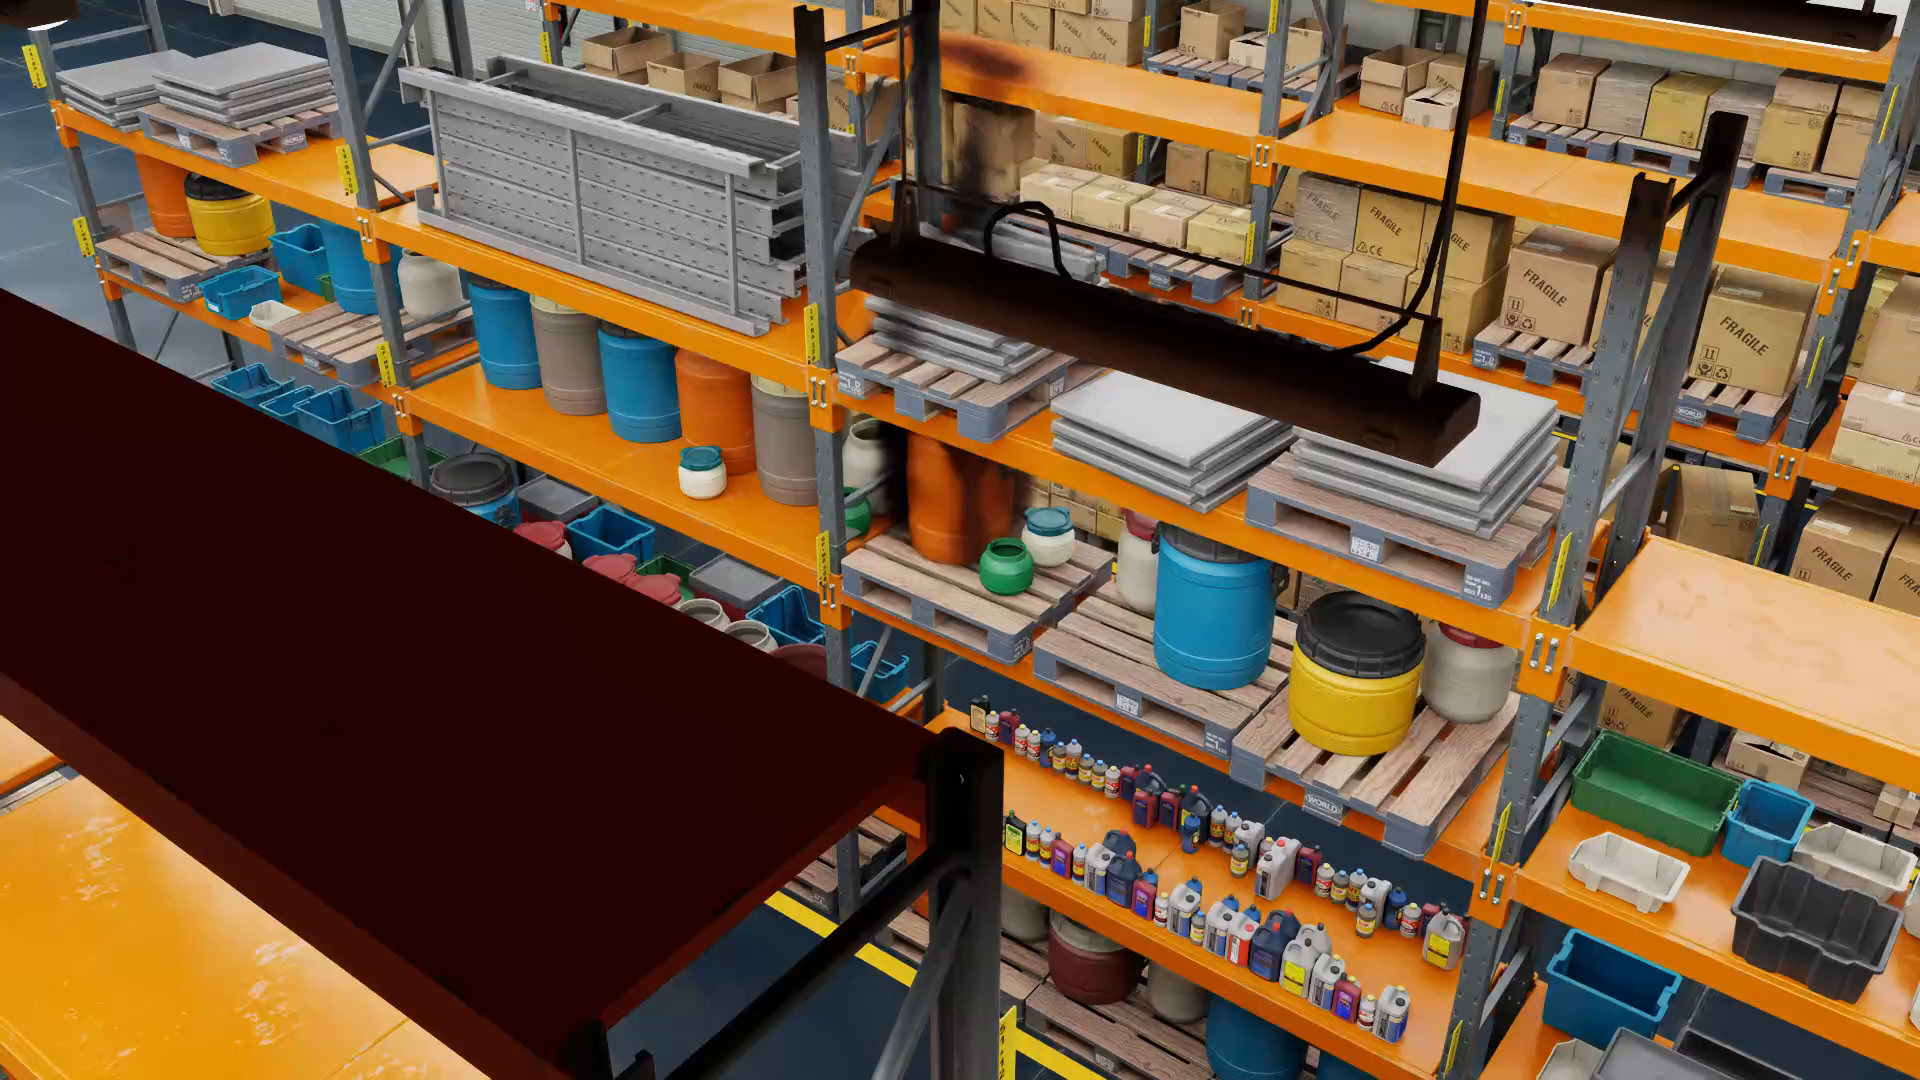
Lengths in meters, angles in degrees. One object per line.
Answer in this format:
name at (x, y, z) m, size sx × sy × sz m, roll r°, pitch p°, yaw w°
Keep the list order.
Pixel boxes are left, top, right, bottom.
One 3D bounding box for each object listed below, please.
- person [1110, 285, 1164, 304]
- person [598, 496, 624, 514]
person at (1.948, -2.249, 17.316) m, size 0.909 × 1.697 × 0.543 m, roll 11°, pitch 33°, yaw 17°
person at (-3.326, -0.606, 14.842) m, size 0.959 × 1.590 × 0.615 m, roll 26°, pitch 40°, yaw 35°
